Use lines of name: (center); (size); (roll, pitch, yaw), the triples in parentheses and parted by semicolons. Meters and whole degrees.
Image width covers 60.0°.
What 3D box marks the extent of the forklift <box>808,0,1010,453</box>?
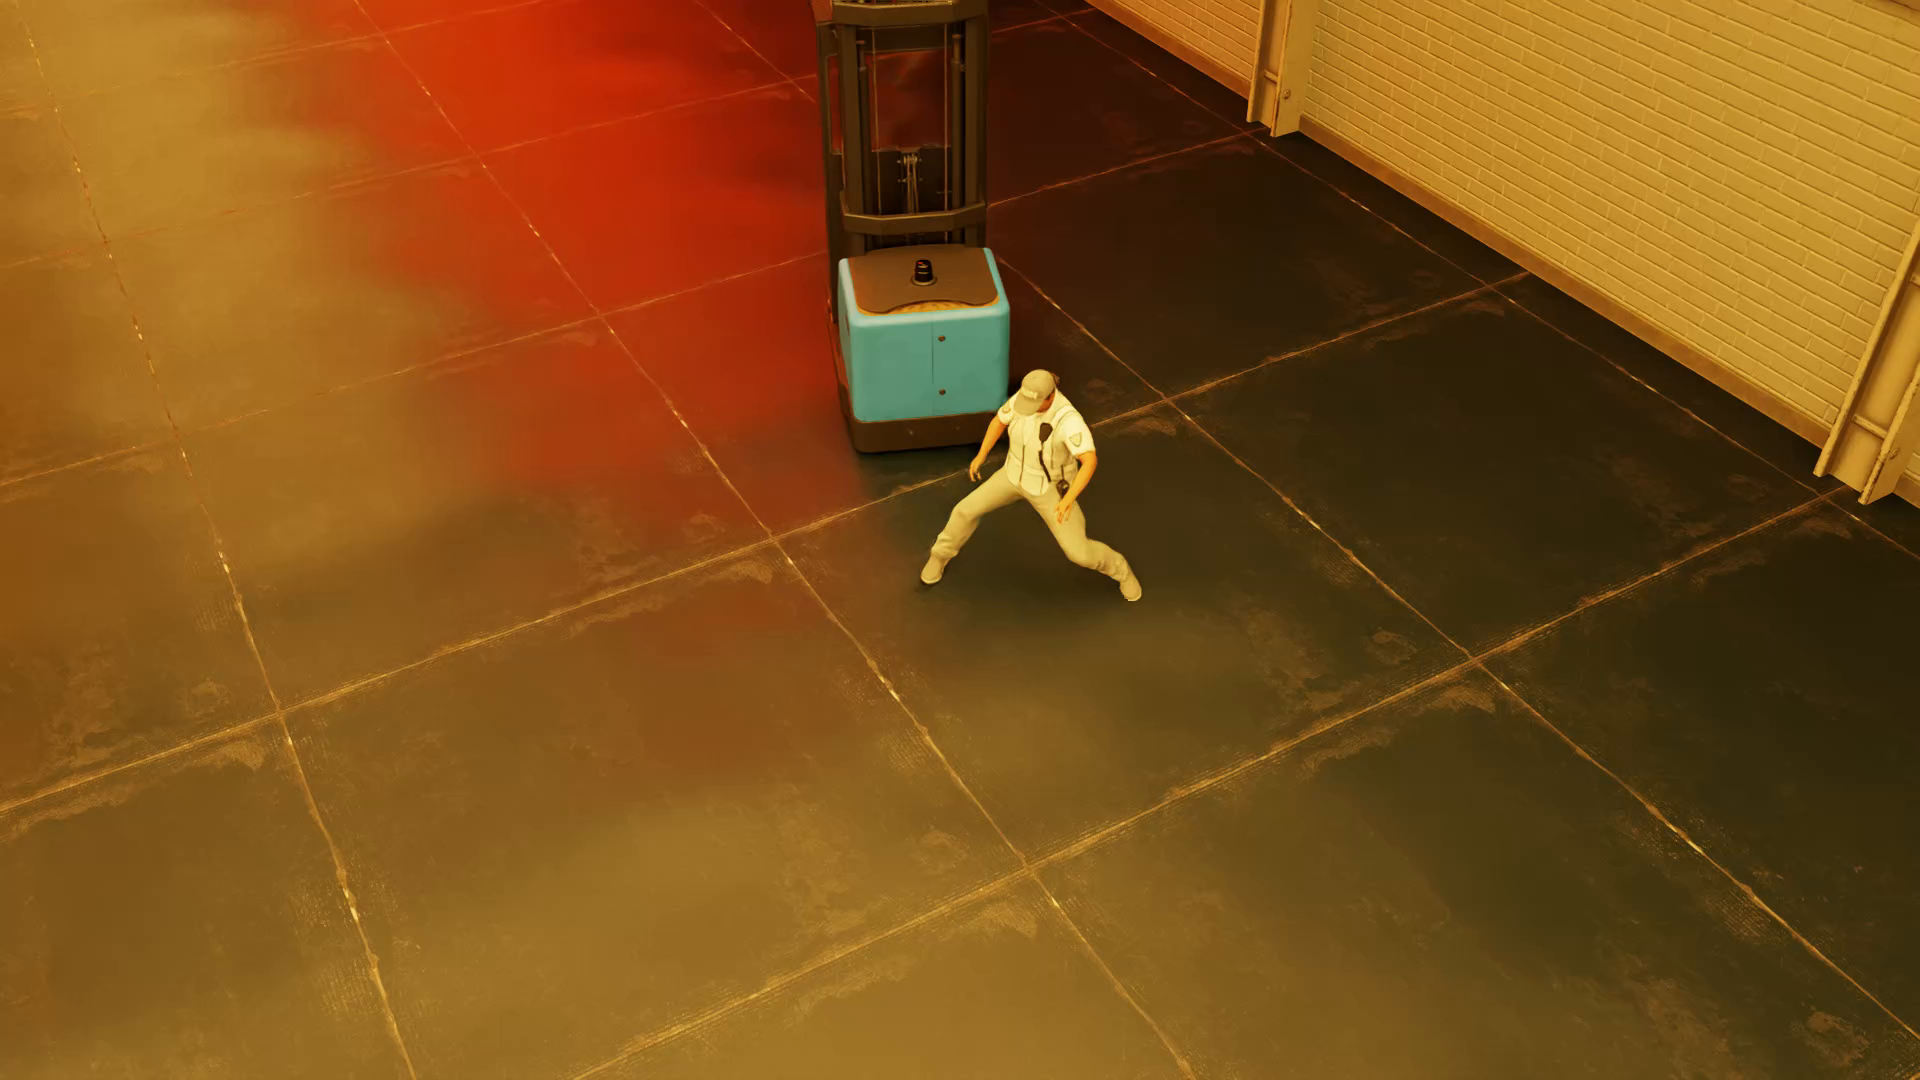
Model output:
forklift: (-0.400, -2.641, 11.220); (1.130, 2.935, 3.031); (-6, 40, -7)

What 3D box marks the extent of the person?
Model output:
person: (0.426, -0.297, 9.564); (1.134, 1.489, 0.946); (31, 49, 32)
